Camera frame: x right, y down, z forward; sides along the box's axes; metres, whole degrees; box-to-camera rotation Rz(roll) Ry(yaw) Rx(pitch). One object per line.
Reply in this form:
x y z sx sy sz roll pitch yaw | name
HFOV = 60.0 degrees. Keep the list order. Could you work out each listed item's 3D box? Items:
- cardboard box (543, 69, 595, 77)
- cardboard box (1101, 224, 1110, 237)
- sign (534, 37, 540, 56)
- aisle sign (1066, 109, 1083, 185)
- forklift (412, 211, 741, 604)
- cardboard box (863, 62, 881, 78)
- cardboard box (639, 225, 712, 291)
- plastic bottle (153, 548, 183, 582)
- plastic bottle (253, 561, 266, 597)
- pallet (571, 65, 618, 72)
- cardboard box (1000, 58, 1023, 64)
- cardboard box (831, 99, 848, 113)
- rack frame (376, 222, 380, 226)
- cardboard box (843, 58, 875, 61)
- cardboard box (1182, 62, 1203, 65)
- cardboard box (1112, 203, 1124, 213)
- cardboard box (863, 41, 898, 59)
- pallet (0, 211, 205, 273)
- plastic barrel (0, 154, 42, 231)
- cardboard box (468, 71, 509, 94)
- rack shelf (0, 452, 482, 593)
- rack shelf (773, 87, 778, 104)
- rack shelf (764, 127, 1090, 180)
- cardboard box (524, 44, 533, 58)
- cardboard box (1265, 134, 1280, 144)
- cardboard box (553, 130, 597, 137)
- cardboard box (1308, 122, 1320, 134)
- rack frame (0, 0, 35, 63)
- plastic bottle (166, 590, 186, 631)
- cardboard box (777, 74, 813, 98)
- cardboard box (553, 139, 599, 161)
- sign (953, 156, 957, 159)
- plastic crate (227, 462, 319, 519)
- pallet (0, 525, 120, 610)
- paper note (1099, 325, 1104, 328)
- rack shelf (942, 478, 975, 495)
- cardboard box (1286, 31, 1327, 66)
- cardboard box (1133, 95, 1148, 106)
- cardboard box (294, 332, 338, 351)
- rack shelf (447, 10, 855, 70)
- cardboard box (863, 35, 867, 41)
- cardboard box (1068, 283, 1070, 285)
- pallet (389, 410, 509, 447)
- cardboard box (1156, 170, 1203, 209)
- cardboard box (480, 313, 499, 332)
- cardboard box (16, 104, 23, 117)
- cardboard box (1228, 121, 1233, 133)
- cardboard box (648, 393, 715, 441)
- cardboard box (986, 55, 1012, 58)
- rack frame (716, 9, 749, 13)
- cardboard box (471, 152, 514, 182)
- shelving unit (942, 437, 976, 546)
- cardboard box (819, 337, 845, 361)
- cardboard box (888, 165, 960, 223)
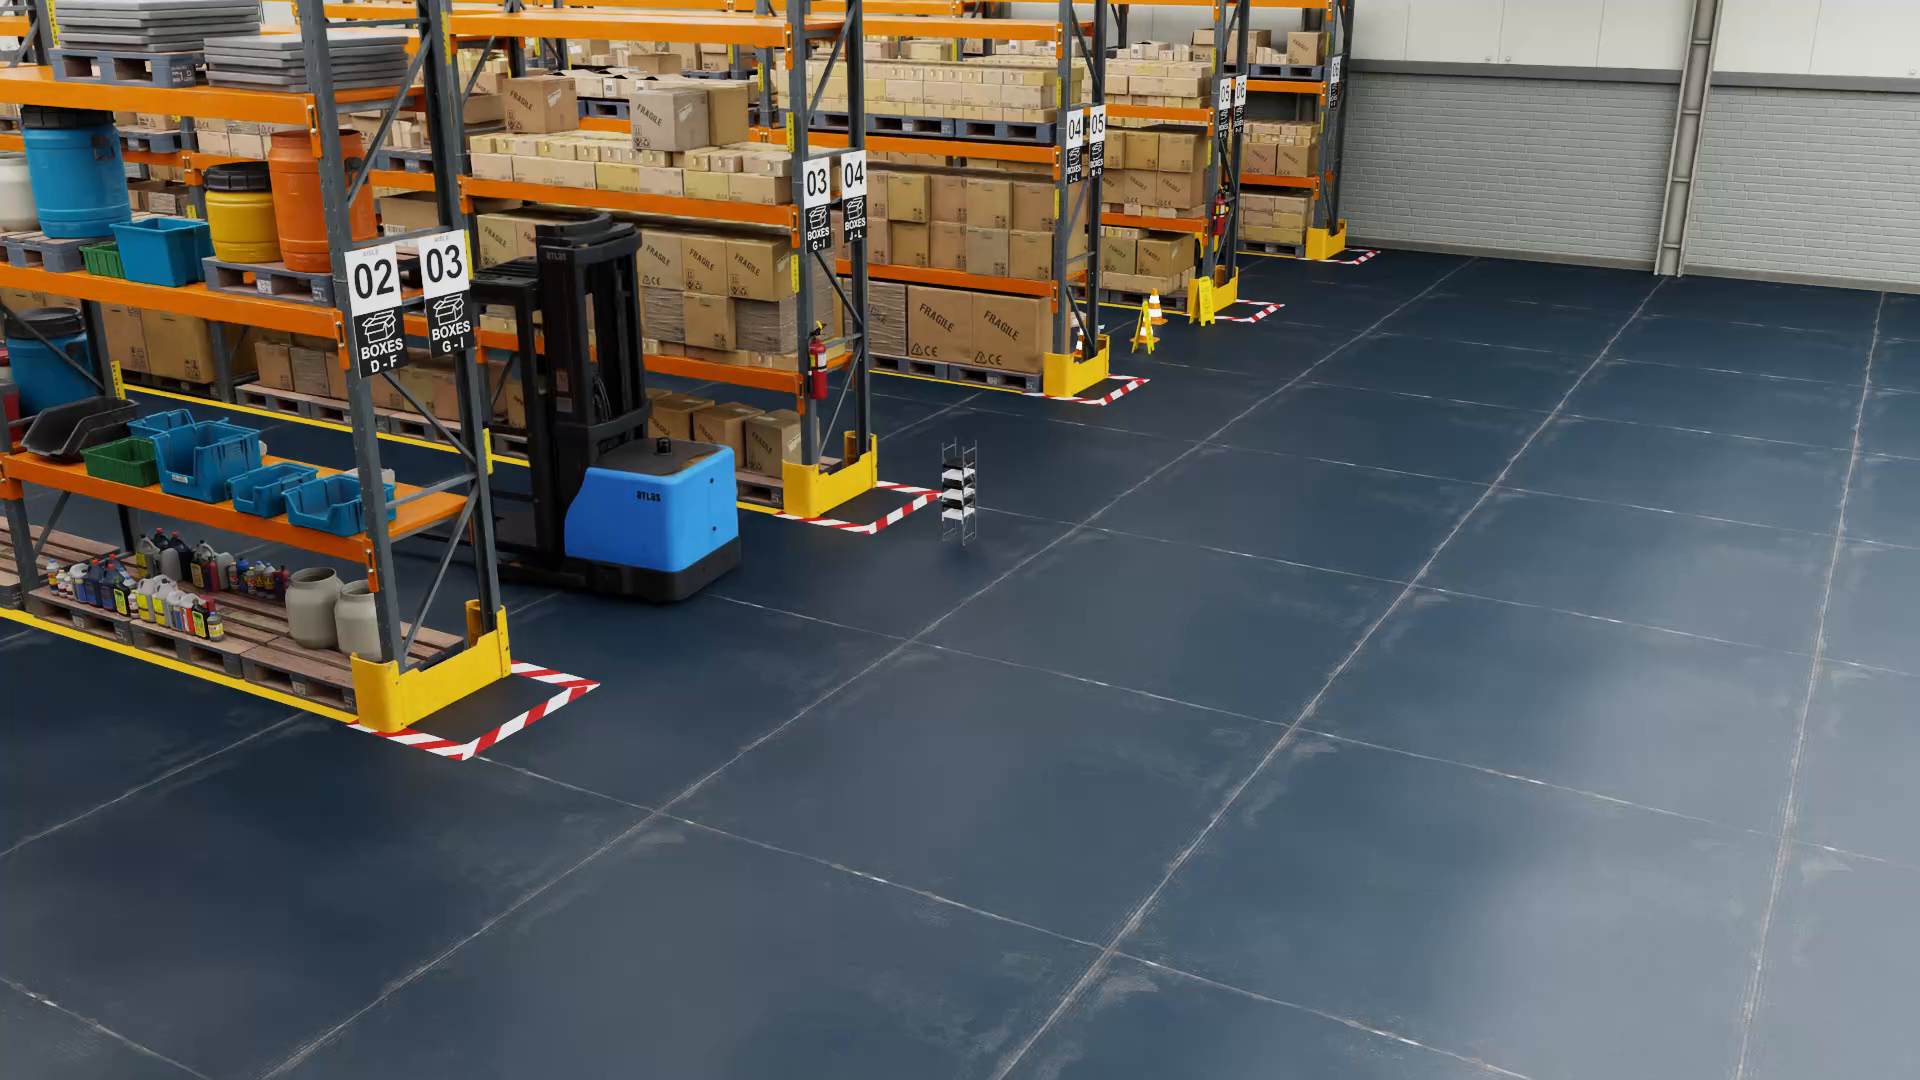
-5.102 -6.006 21.790 0.500 0.311 0.500 11 23 27 | cardboard box
2.057 -4.485 23.994 0.250 0.149 0.380 12 23 30 | cardboard box
-7.062 -8.260 27.761 0.005 0.325 0.100 11 23 27 | sign
1.273 -4.370 18.498 0.004 0.787 0.394 11 23 27 | aisle sign
-3.401 -1.182 13.623 3.031 2.935 1.130 8 21 21 | forklift
-1.091 -5.495 19.449 0.250 0.149 0.380 11 23 28 | cardboard box
-2.625 -2.629 15.463 0.500 0.500 0.500 11 23 27 | cardboard box
-6.237 0.195 13.074 0.135 0.276 0.152 11 23 27 | plastic bottle
-5.382 0.293 12.811 0.097 0.271 0.097 0 20 0 | plastic bottle
-5.968 -7.917 27.972 1.217 0.209 0.805 10 22 25 | pallet
0.775 -6.841 23.922 0.250 0.149 0.380 10 22 26 | cardboard box
-1.320 -5.162 19.703 0.250 0.149 0.380 10 22 26 | cardboard box
-9.119 -5.244 24.721 0.127 3.000 1.000 11 23 27 | rack frame
-1.220 -5.775 20.223 0.250 0.149 0.380 11 23 27 | cardboard box
3.245 -6.563 23.157 0.250 0.149 0.380 11 23 27 | cardboard box
2.369 -4.796 23.854 0.250 0.149 0.380 11 23 28 | cardboard box
-1.278 -7.398 25.131 0.500 0.250 0.500 11 23 28 | cardboard box
-6.380 -2.210 12.235 1.003 0.211 1.213 11 23 27 | pallet
-6.777 -2.510 12.004 0.421 0.512 0.421 0 20 0 | plastic barrel
-6.249 -6.056 22.412 0.500 0.500 0.500 11 23 27 | cardboard box
-5.311 -0.309 12.170 4.000 0.370 1.077 11 23 27 | rack shelf
-1.555 -6.809 25.691 4.000 0.370 1.077 11 23 27 | rack shelf
-0.388 -4.653 19.748 4.000 0.370 1.077 11 23 27 | rack shelf
-7.506 -8.337 28.283 0.258 0.266 0.396 12 23 29 | cardboard box
5.227 -6.639 27.468 0.250 0.149 0.380 11 23 28 | cardboard box
-3.767 -3.926 16.322 0.250 0.149 0.380 10 22 25 | cardboard box
5.912 -6.829 27.555 0.250 0.149 0.380 10 22 26 | cardboard box
-11.626 -6.605 19.674 0.127 3.000 1.000 11 23 27 | rack frame
-5.710 0.511 12.204 0.135 0.276 0.152 10 22 26 | plastic bottle
-1.844 -5.473 19.975 0.500 0.250 0.500 11 23 28 | cardboard box
-3.591 -3.662 15.595 0.250 0.149 0.380 10 22 26 | cardboard box
-0.076 -5.783 24.508 0.005 0.325 0.100 11 23 27 | sign
-4.712 -0.348 11.443 0.408 0.251 0.499 11 23 27 | plastic crate
-7.762 0.212 13.768 1.213 0.211 1.003 11 23 27 | pallet
1.887 -2.908 22.635 0.142 0.019 0.148 3 20 9 | paper note
-0.007 -0.478 14.494 0.200 0.077 0.258 11 23 27 | rack shelf
5.596 -7.920 26.790 0.500 0.500 0.500 12 23 29 | cardboard box
2.598 -6.155 23.202 0.250 0.149 0.380 11 23 28 | cardboard box
-7.066 -2.316 18.569 0.500 0.250 0.500 14 24 33 | cardboard box
-2.896 -4.602 15.213 4.000 0.370 1.077 11 23 27 | rack shelf
-1.762 -9.288 30.670 0.250 0.149 0.380 10 22 26 | cardboard box
1.511 -3.958 24.591 0.500 0.250 0.500 10 22 27 | cardboard box
-5.322 -1.272 17.861 1.213 0.211 1.003 11 23 27 | pallet
3.075 -4.934 23.284 0.500 0.500 0.500 10 22 26 | cardboard box
-4.601 -2.211 16.727 0.250 0.149 0.380 11 23 27 | cardboard box
-10.712 -5.141 19.552 0.500 0.311 0.500 10 22 25 | cardboard box
4.522 -6.888 27.720 0.250 0.149 0.380 11 23 28 | cardboard box
-2.762 -1.119 16.399 0.500 0.500 0.500 13 24 32 | cardboard box
0.575 -7.084 24.592 0.250 0.149 0.380 11 23 28 | cardboard box
-4.375 -11.033 31.883 0.127 3.000 1.000 11 23 27 | rack frame
-4.374 -3.643 16.127 0.500 0.250 0.500 10 22 25 | cardboard box
-0.007 -0.424 14.513 0.210 0.900 0.258 11 23 27 | shelving unit
-1.282 -1.789 15.565 0.250 0.149 0.380 11 23 27 | cardboard box
-0.421 -4.147 19.893 0.500 0.550 0.875 11 23 27 | cardboard box
